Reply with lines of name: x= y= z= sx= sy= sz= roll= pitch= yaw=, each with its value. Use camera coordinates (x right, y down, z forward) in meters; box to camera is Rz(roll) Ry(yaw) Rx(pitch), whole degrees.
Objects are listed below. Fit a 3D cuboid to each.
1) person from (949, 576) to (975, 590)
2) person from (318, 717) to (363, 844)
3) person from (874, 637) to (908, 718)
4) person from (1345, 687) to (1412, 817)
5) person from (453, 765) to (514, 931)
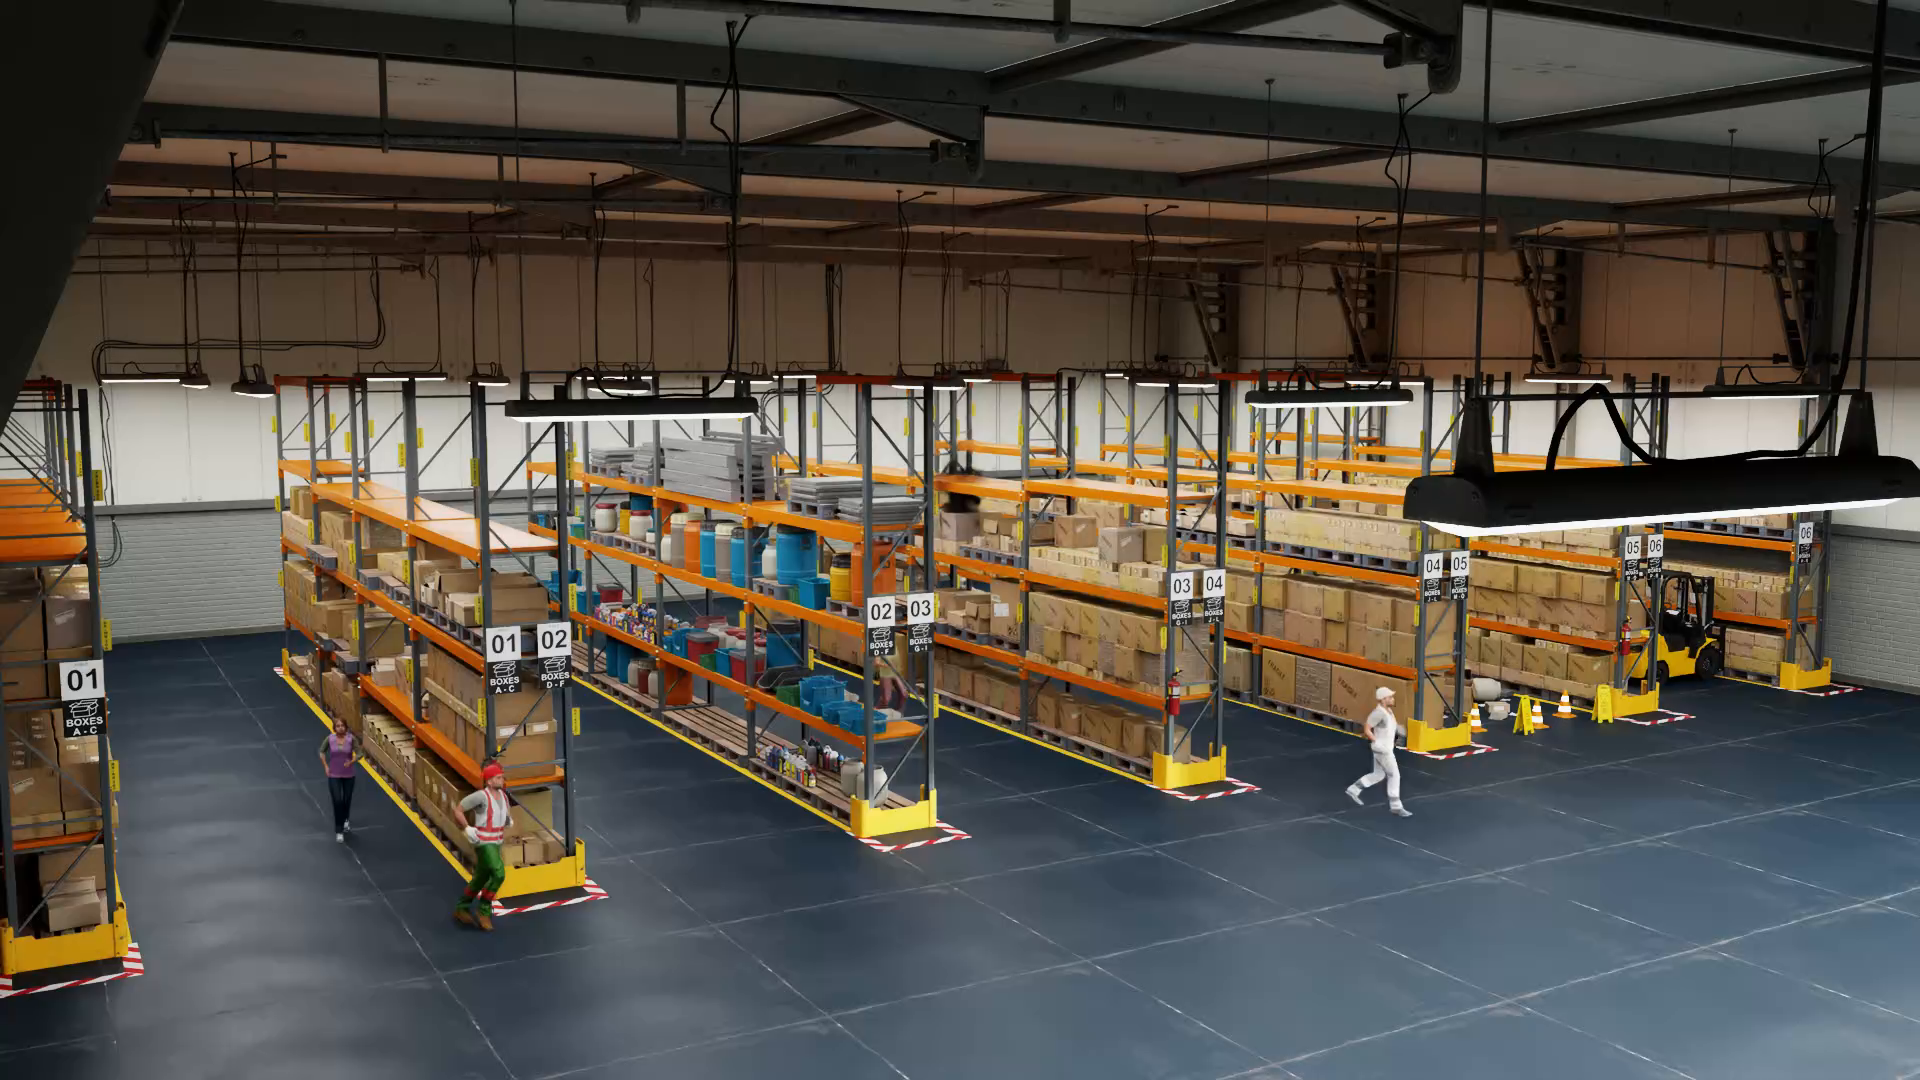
person: x=0.043 y=0.820 z=42.488 sx=0.858 sy=1.772 sz=0.704 roll=-3 pitch=7 yaw=-23
person: x=-8.170 y=3.149 z=21.984 sx=0.546 sy=1.654 sz=0.656 roll=-3 pitch=7 yaw=-24
person: x=-1.192 y=2.289 z=27.830 sx=0.594 sy=1.640 sz=0.749 roll=-5 pitch=8 yaw=-39
person: x=5.836 y=2.918 z=23.099 sx=0.922 sy=1.795 sz=0.638 roll=2 pitch=7 yaw=16
person: x=-5.326 y=3.423 z=18.683 sx=0.692 sy=1.804 sz=0.671 roll=2 pitch=6 yaw=13
